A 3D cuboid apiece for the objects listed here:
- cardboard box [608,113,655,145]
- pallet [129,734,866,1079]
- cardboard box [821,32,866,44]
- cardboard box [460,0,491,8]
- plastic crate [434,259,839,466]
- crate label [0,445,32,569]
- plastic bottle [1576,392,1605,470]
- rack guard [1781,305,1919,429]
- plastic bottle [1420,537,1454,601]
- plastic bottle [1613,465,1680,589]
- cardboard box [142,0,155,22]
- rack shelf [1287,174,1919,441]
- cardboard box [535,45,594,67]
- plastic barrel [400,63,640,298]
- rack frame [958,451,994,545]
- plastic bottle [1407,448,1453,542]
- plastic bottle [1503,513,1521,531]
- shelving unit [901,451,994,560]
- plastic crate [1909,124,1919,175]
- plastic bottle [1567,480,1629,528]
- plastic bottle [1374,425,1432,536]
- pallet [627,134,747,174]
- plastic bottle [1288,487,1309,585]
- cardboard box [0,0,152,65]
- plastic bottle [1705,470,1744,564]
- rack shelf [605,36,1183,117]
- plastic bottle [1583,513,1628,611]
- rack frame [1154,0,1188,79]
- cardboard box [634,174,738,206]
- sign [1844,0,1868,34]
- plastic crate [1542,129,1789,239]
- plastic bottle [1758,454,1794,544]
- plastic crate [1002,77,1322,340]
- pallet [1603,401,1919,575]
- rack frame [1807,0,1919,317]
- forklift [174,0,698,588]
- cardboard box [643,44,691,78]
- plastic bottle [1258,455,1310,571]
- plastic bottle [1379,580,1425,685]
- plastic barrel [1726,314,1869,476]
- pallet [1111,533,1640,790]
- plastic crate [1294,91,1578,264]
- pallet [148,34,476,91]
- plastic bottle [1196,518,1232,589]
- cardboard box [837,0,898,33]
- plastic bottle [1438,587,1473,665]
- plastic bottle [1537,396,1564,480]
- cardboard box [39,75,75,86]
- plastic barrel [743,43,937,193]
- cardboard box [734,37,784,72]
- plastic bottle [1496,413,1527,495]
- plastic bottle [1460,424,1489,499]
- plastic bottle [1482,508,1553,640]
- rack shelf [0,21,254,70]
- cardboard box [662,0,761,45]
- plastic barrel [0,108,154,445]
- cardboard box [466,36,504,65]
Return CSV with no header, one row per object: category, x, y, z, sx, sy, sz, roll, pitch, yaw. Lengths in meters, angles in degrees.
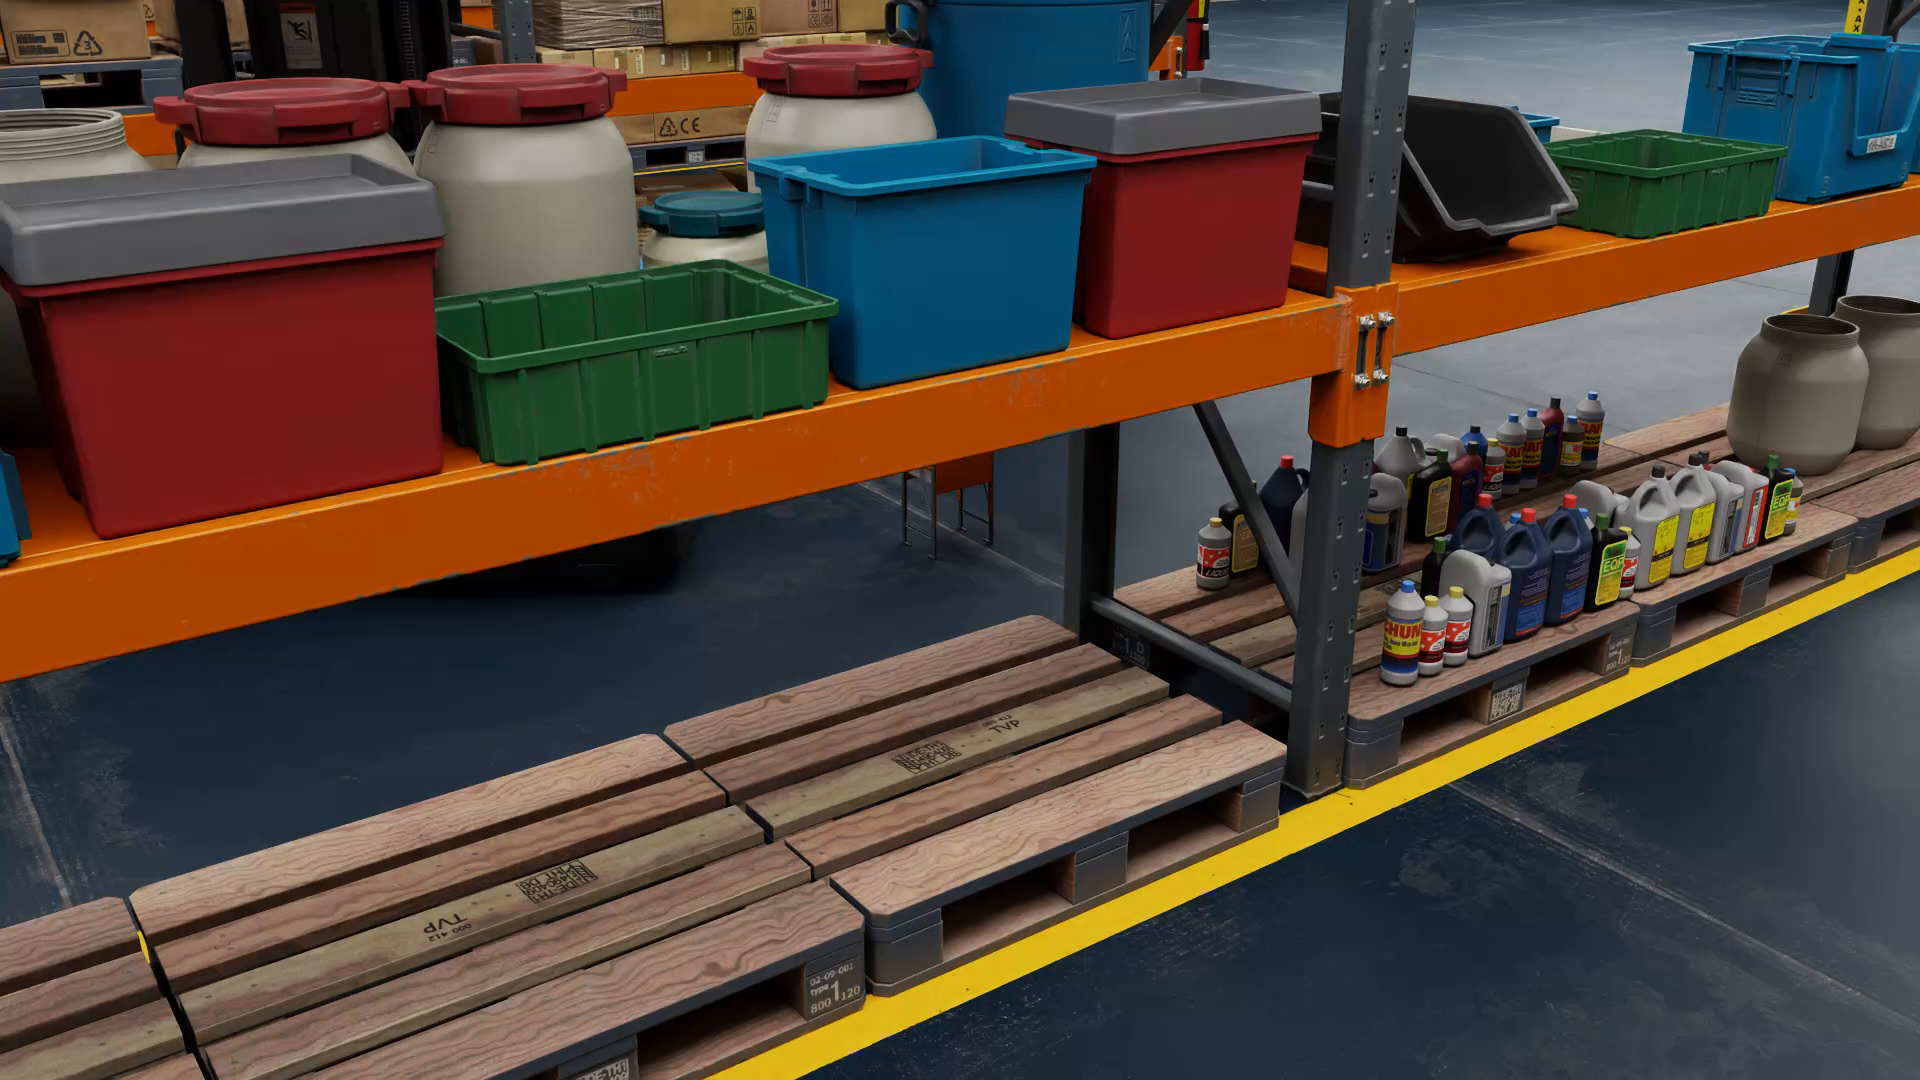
cardboard box,-3.042,-3.610,13.197,0.875,0.875,0.875,-15,26,-34
pallet,-0.962,0.853,3.475,1.213,0.211,1.003,-15,26,-33
cardboard box,-0.689,-2.548,8.573,0.250,0.149,0.380,-15,26,-33
cardboard box,-3.831,-4.254,12.308,0.550,0.550,0.875,-15,26,-33
plastic crate,-0.605,-0.330,2.961,0.662,0.188,0.450,-15,26,-33
crate label,-1.639,-0.174,2.238,0.616,0.435,0.502,-15,26,-33
plastic bottle,2.237,-0.394,5.924,0.097,0.271,0.097,0,22,0
rack guard,3.856,-0.564,6.635,0.348,0.500,1.175,-15,26,-33
plastic bottle,1.342,0.120,4.619,0.133,0.283,0.061,-15,26,-33
plastic bottle,2.039,-0.047,4.946,0.185,0.351,0.144,-15,26,-33
cardboard box,-5.331,-3.747,11.104,0.500,0.500,0.500,-15,26,-33
rack shelf,2.267,-0.989,5.297,4.000,0.370,1.077,-15,26,-33
cardboard box,-1.899,-2.219,7.750,0.250,0.149,0.380,-15,26,-33
plastic barrel,-0.857,-0.653,3.302,0.433,0.535,0.433,0,22,0
rack frame,0.056,-0.502,5.739,0.008,1.050,0.200,-15,26,-33
plastic bottle,1.497,-0.145,5.284,0.133,0.283,0.061,-15,26,-33
plastic bottle,1.588,0.055,4.798,0.097,0.271,0.097,0,22,0
shelving unit,-0.043,-0.476,5.673,0.252,1.050,0.215,-15,26,-33
plastic crate,3.128,-1.349,5.431,0.408,0.251,0.499,-15,26,-33
plastic bottle,1.932,-0.051,5.058,0.135,0.276,0.152,-15,26,-33
plastic bottle,1.416,-0.201,5.334,0.185,0.351,0.144,-15,26,-33
pallet,-2.420,-3.268,13.801,1.213,0.211,1.003,-15,26,-33
plastic bottle,1.082,-0.047,4.946,0.185,0.351,0.144,-15,26,-33
cardboard box,-3.602,-2.220,6.706,0.637,0.503,0.797,-12,25,-27
plastic bottle,2.322,-0.089,5.154,0.135,0.276,0.152,-16,27,-34
rack shelf,-0.626,-2.479,9.031,4.000,0.370,1.077,-15,26,-33
plastic bottle,1.853,0.054,4.786,0.133,0.283,0.061,-14,25,-31
rack frame,0.998,-3.246,9.983,0.127,3.000,1.000,-15,26,-33
cardboard box,-1.441,-1.615,8.702,0.500,0.500,0.500,-7,23,-16
sign,3.573,-2.051,6.615,0.005,0.325,0.100,-15,26,-33
plastic crate,1.910,-1.000,4.642,0.662,0.188,0.450,-15,26,-33
plastic bottle,2.571,-0.138,5.267,0.133,0.283,0.061,-14,26,-32
plastic crate,0.429,-0.723,3.574,0.583,0.464,0.402,-15,26,-33
pallet,3.194,-0.256,6.252,1.213,0.211,1.003,-15,26,-33
rack frame,3.890,-1.756,6.249,0.127,3.000,1.000,-15,26,-33
forklift,-2.439,-1.368,5.370,3.031,2.935,1.130,0,22,0
cardboard box,-1.502,-2.332,8.032,0.250,0.149,0.380,-15,26,-33
plastic bottle,0.998,-0.090,5.055,0.185,0.351,0.144,-16,27,-34
plastic bottle,1.158,0.236,4.346,0.097,0.271,0.097,0,22,0
plastic barrel,2.994,-0.521,5.946,0.421,0.512,0.421,0,22,0
pallet,1.213,0.272,4.929,1.213,0.211,1.003,-15,26,-33
plastic crate,1.143,-0.936,4.279,0.504,0.338,0.767,-15,26,-33
pallet,-2.954,-2.169,7.544,1.213,0.211,1.003,-15,26,-33
plastic bottle,0.756,0.033,4.948,0.097,0.201,0.097,0,22,0
cardboard box,-0.644,-2.975,8.769,0.500,0.500,0.875,-15,26,-33
plastic bottle,1.323,0.224,4.469,0.097,0.201,0.097,0,22,0
plastic bottle,2.042,-0.356,5.813,0.133,0.283,0.061,-14,26,-32
cardboard box,-6.300,-2.675,11.022,0.750,0.750,1.050,-15,26,-33
plastic barrel,-0.261,-0.812,3.700,0.433,0.535,0.433,0,22,0
cardboard box,-1.077,-2.431,8.279,0.250,0.149,0.380,-15,26,-33
plastic bottle,1.877,-0.298,5.684,0.097,0.271,0.097,0,22,0
plastic bottle,1.713,-0.254,5.574,0.097,0.271,0.097,0,22,0
plastic bottle,1.541,0.086,4.613,0.185,0.351,0.144,-14,26,-31
rack shelf,-6.687,-3.127,10.656,4.000,0.370,1.077,-15,26,-33
cardboard box,-1.421,-2.741,8.182,0.500,0.500,0.875,-15,26,-33
plastic barrel,-1.551,-0.454,2.836,0.421,0.512,0.421,0,22,0
cardboard box,-2.246,-2.398,8.198,0.250,0.149,0.380,-15,26,-33
